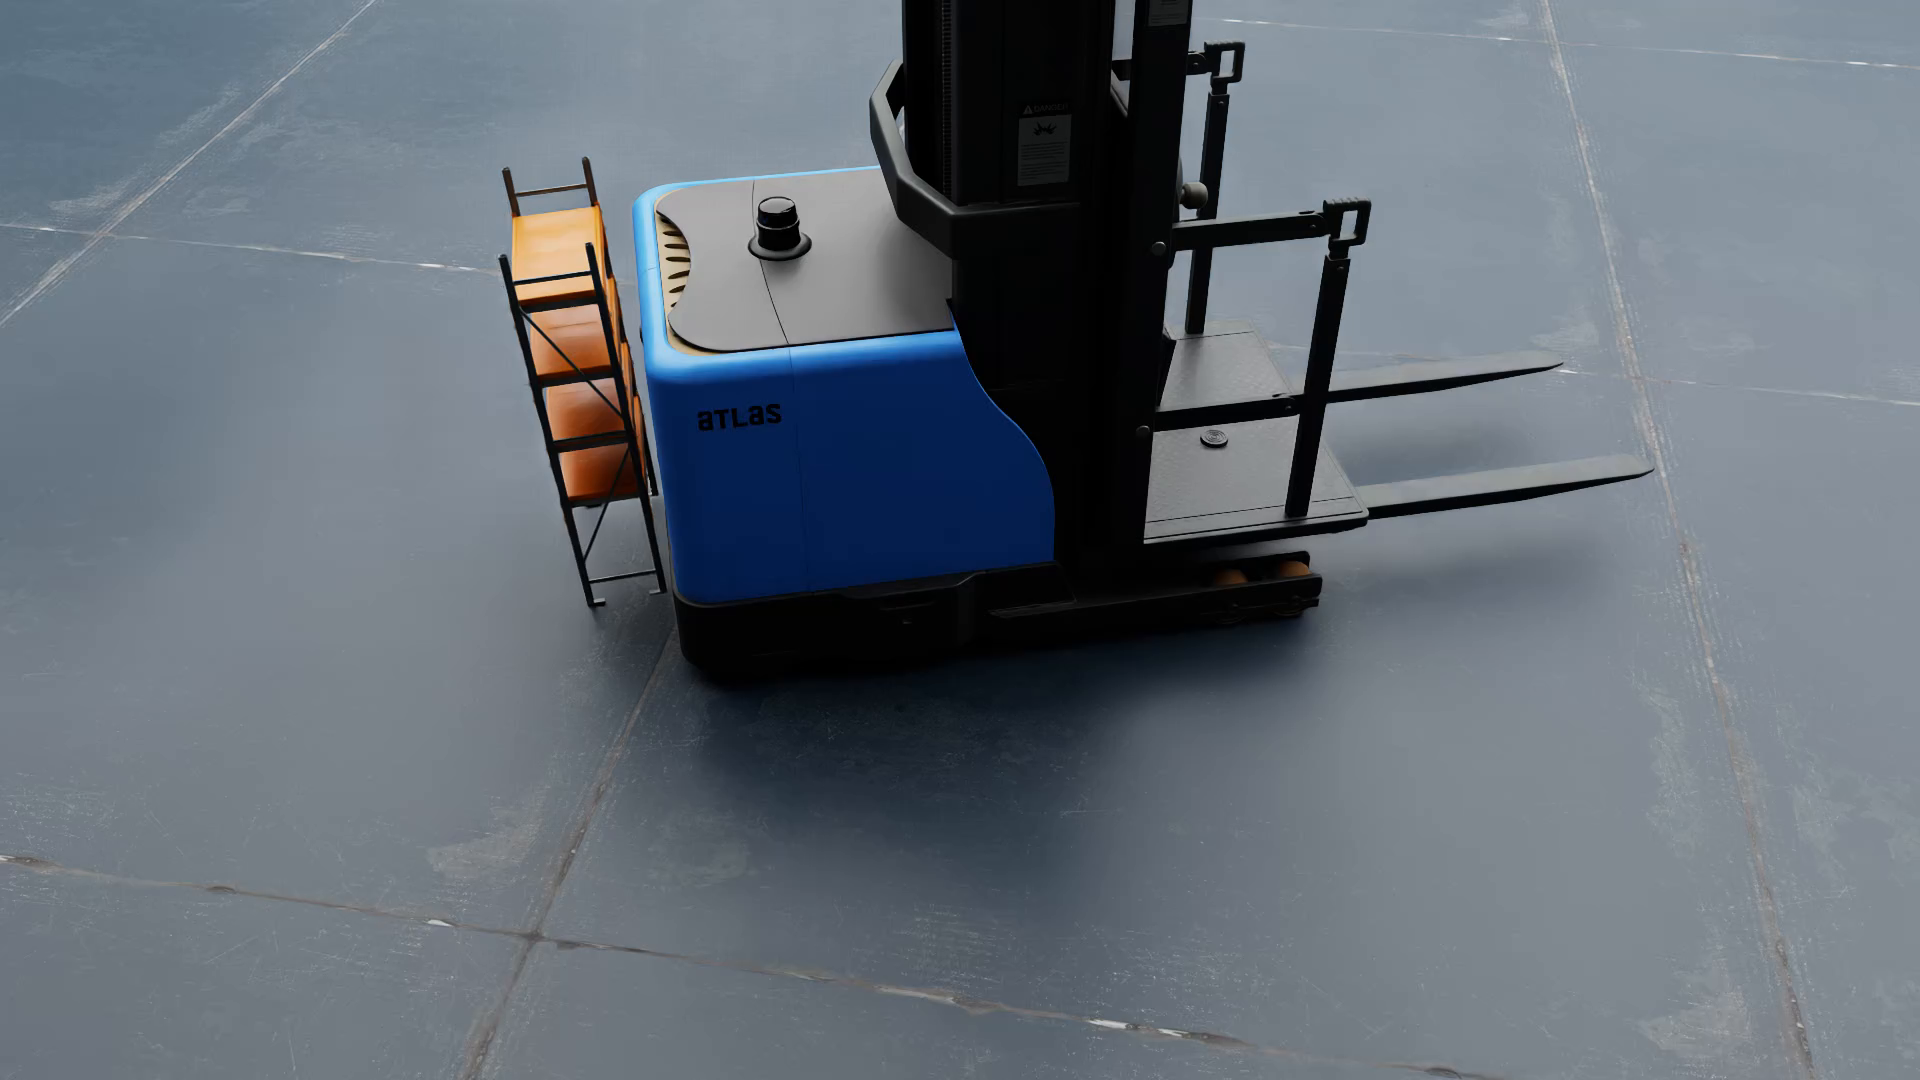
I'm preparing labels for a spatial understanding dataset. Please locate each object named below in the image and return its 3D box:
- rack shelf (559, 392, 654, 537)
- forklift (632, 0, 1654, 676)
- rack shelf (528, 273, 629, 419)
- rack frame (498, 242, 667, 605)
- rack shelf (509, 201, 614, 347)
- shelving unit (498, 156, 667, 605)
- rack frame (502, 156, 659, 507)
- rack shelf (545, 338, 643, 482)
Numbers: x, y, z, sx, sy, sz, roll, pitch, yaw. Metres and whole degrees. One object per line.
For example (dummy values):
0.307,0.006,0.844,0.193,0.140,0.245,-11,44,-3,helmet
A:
-1.067,-0.234,4.999,0.258,0.148,0.480,-9,40,-7,rack shelf
0.611,-1.204,4.407,3.031,2.935,1.130,-7,40,-8,forklift
-1.087,-0.557,4.727,0.258,0.148,0.480,-9,40,-7,rack shelf
-1.033,-0.285,4.643,0.240,1.200,0.015,-9,40,-7,rack frame
-1.098,-0.738,4.575,0.258,0.148,0.480,-9,40,-7,rack shelf
-1.080,-0.437,4.828,0.258,1.200,0.503,-9,40,-7,shelving unit
-1.126,-0.590,5.013,0.240,1.200,0.015,-9,40,-7,rack frame
-1.076,-0.386,4.871,0.258,0.148,0.480,-9,40,-7,rack shelf
